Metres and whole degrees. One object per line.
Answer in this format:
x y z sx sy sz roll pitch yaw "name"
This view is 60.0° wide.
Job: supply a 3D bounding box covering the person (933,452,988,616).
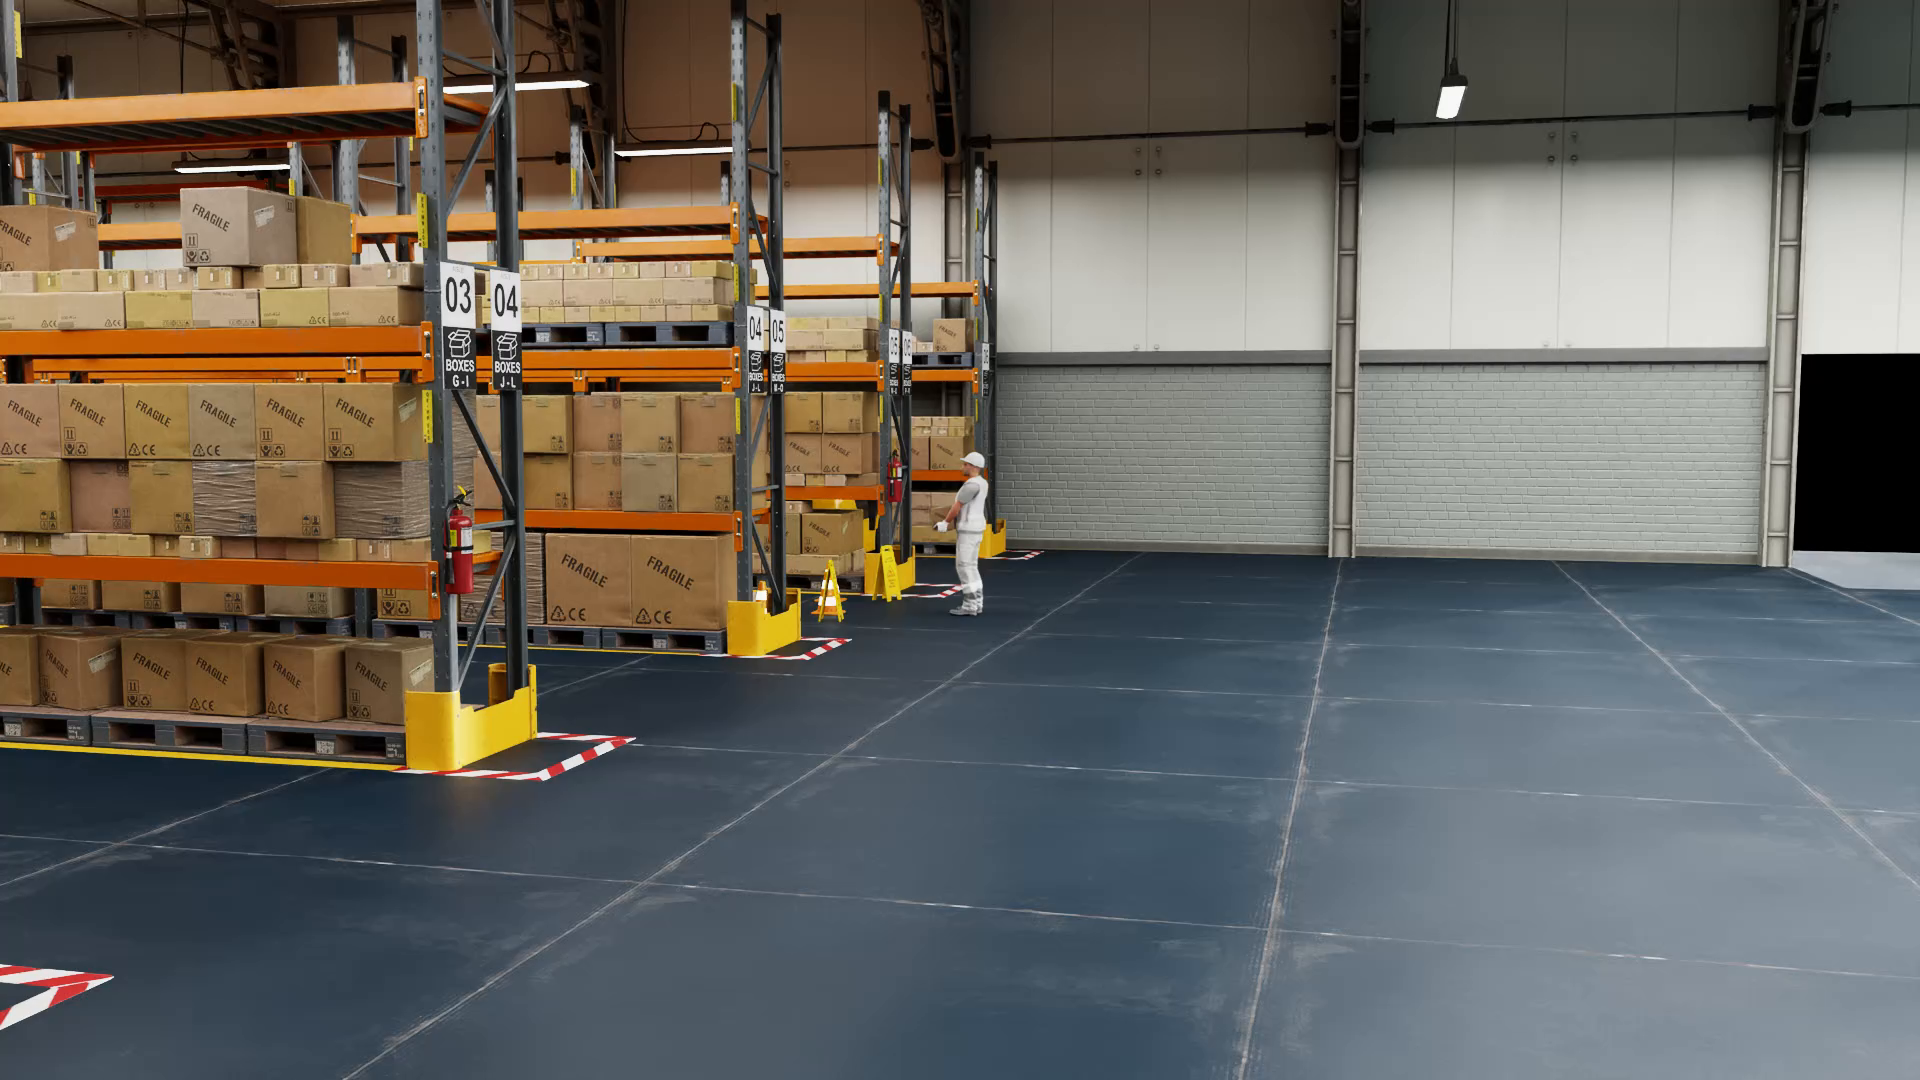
0.007 -0.073 18.226 0.558 1.783 0.494 1 5 15 "person"
